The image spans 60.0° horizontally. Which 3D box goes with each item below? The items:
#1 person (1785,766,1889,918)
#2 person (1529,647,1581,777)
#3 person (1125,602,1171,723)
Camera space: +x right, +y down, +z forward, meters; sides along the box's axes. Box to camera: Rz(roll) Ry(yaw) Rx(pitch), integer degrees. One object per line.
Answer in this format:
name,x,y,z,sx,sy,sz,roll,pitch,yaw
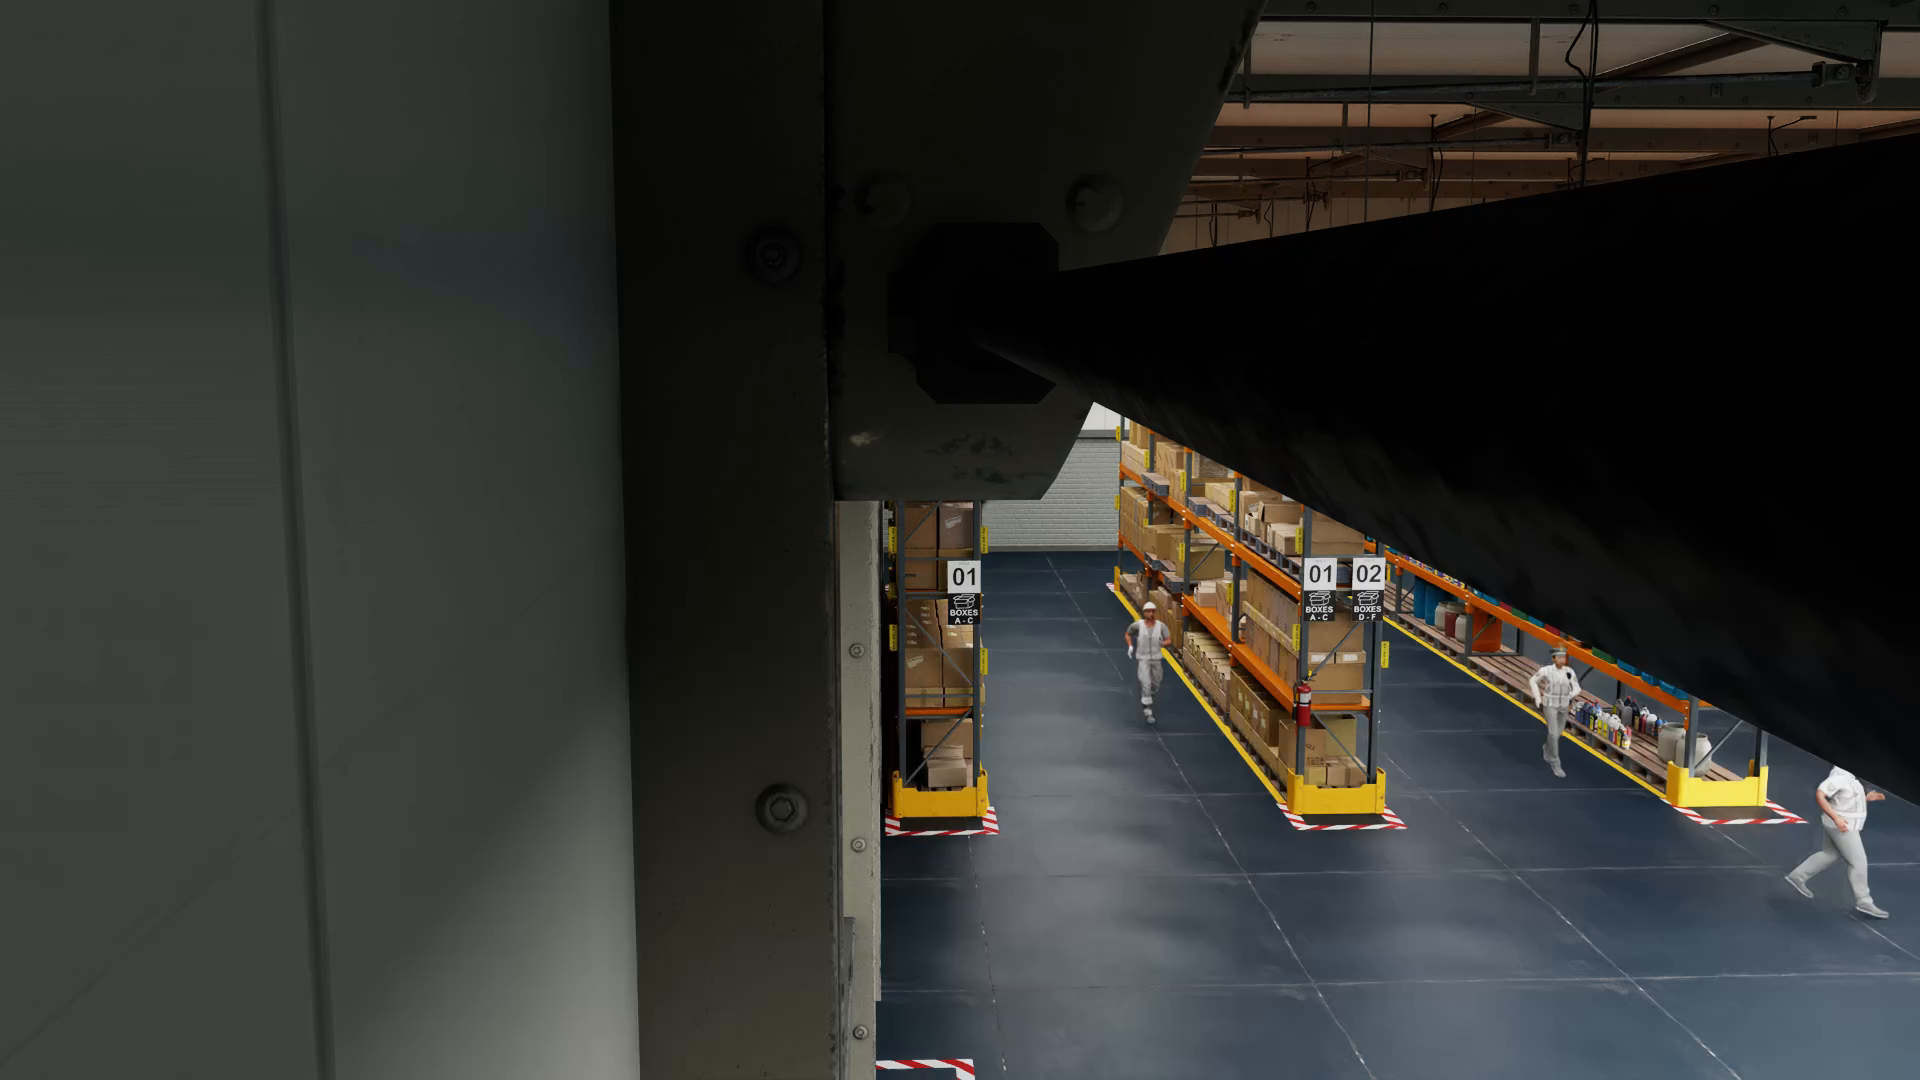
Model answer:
person,9.149,2.962,17.252,0.974,1.782,0.658,4,9,25
person,8.038,2.259,22.423,0.611,1.701,0.844,-1,8,-4
person,2.864,1.812,25.163,0.661,1.765,1.002,-1,8,-6
